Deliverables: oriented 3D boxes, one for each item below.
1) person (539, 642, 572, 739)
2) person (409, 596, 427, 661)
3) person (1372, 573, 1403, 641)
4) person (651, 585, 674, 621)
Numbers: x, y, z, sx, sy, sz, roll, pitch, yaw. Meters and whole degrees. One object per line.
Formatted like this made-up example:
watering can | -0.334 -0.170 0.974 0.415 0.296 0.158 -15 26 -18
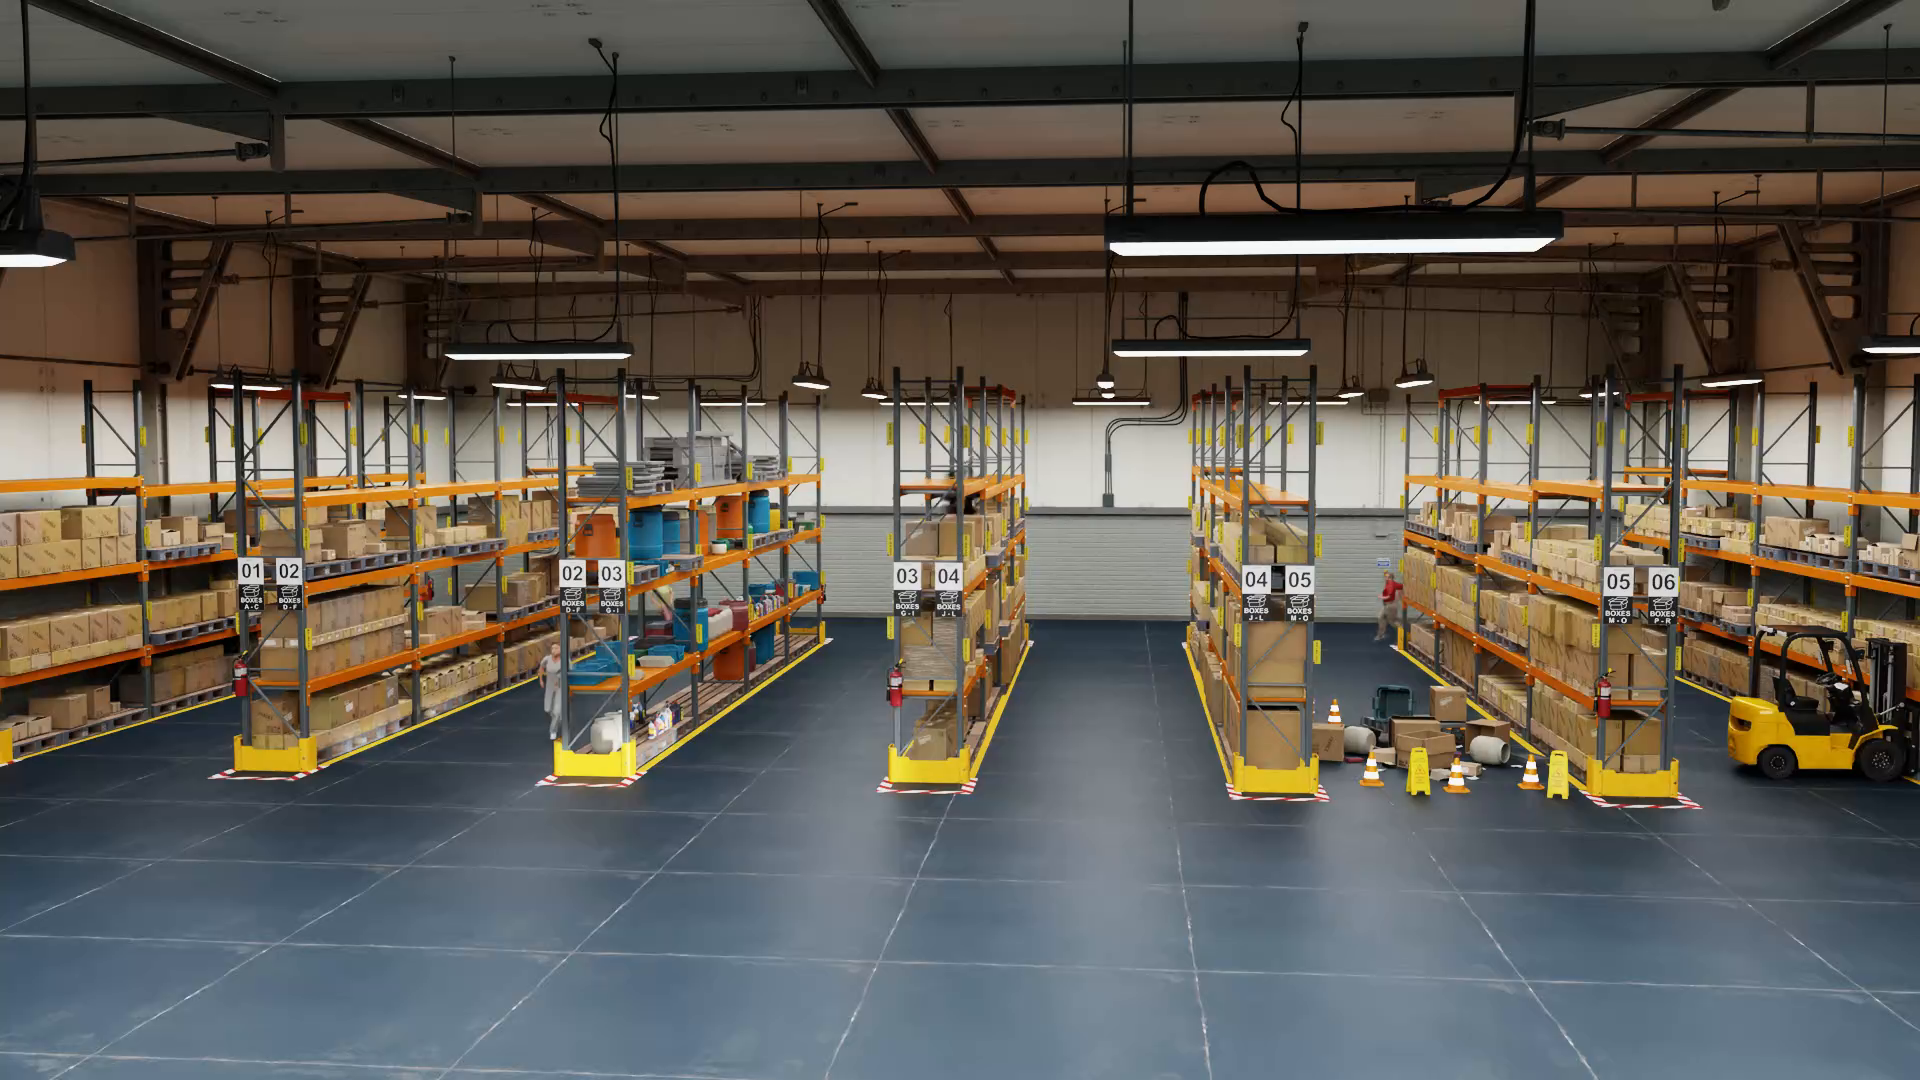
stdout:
person | -6.737 2.492 27.699 0.600 1.620 0.661 0 4 3
person | -10.867 2.029 33.548 0.608 1.833 0.855 0 4 7
person | 10.446 1.646 40.412 0.854 1.726 0.687 1 4 19
person | -7.320 1.647 41.008 0.642 1.608 0.615 -2 4 -32
